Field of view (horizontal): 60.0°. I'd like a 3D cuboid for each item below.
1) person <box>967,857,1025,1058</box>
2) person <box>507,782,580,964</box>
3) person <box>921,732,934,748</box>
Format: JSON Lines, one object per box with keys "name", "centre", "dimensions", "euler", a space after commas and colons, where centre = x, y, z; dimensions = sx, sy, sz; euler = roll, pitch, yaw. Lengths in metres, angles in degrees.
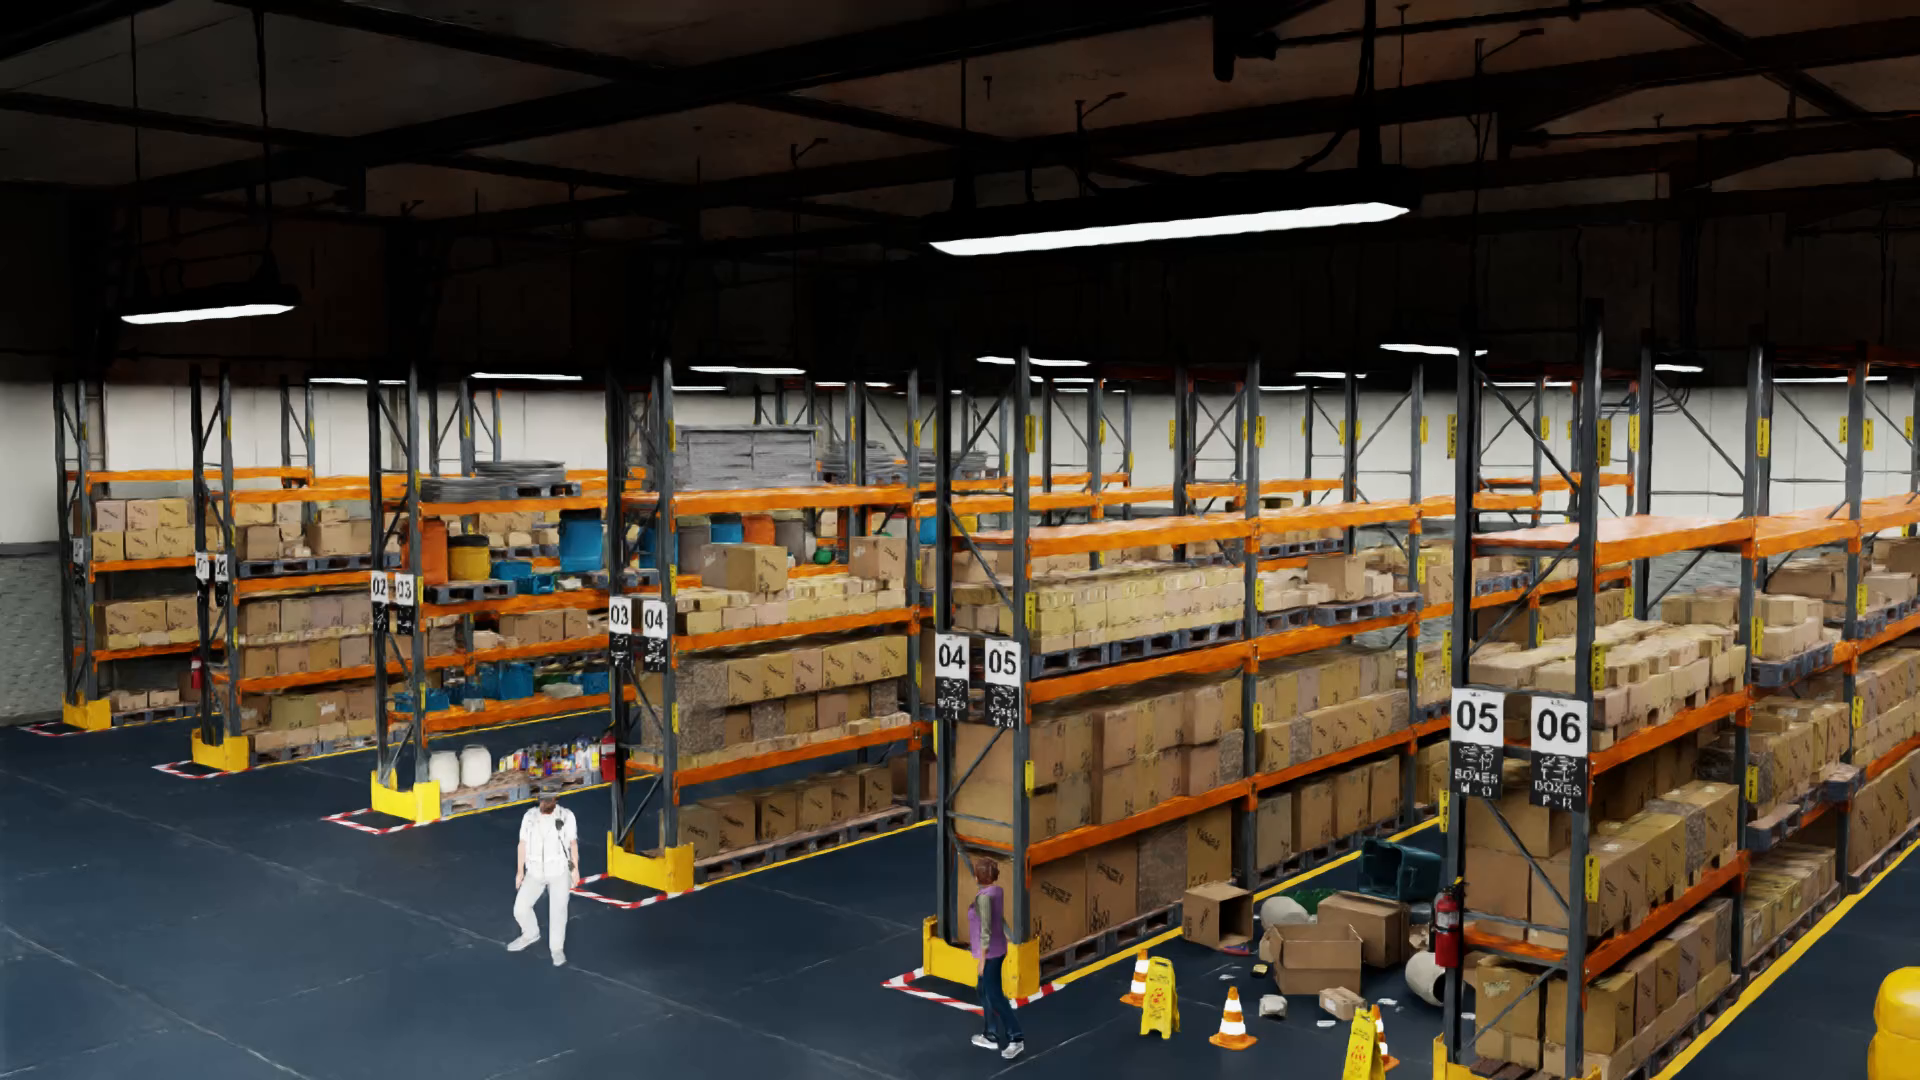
{"name": "person", "centre": [0.304, 3.403, 13.607], "dimensions": [0.485, 1.577, 0.515], "euler": [1, 4, 15]}
{"name": "person", "centre": [-4.004, 3.148, 15.873], "dimensions": [0.727, 1.741, 0.551], "euler": [0, 4, 0]}
{"name": "person", "centre": [-0.413, 2.452, 26.093], "dimensions": [0.531, 1.645, 0.528], "euler": [-2, 4, -22]}
